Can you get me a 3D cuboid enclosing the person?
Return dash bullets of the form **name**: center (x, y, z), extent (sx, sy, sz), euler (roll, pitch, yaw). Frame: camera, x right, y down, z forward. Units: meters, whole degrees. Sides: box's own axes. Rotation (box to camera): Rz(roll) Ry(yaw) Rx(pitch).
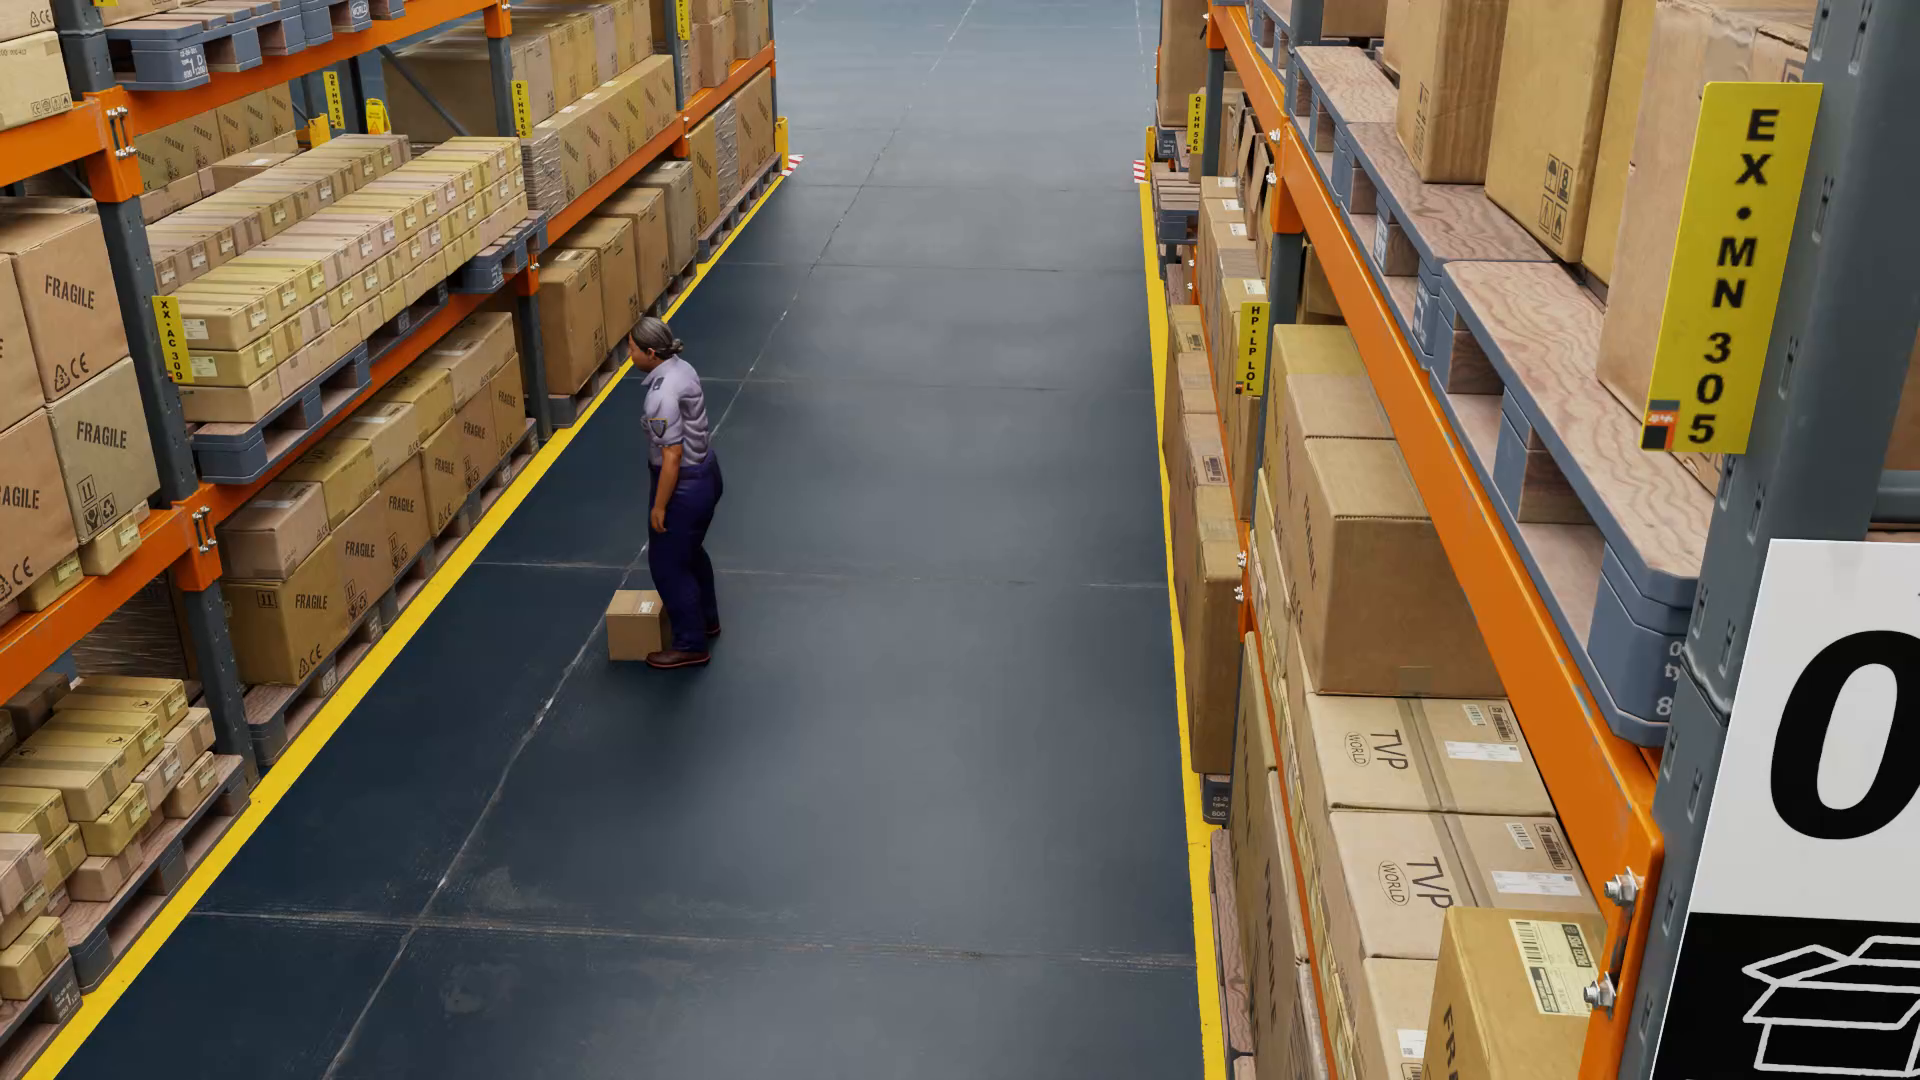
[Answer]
- **person**: center (-1.297, -0.230, 7.614), extent (0.354, 1.652, 0.537), euler (2, 25, 4)
